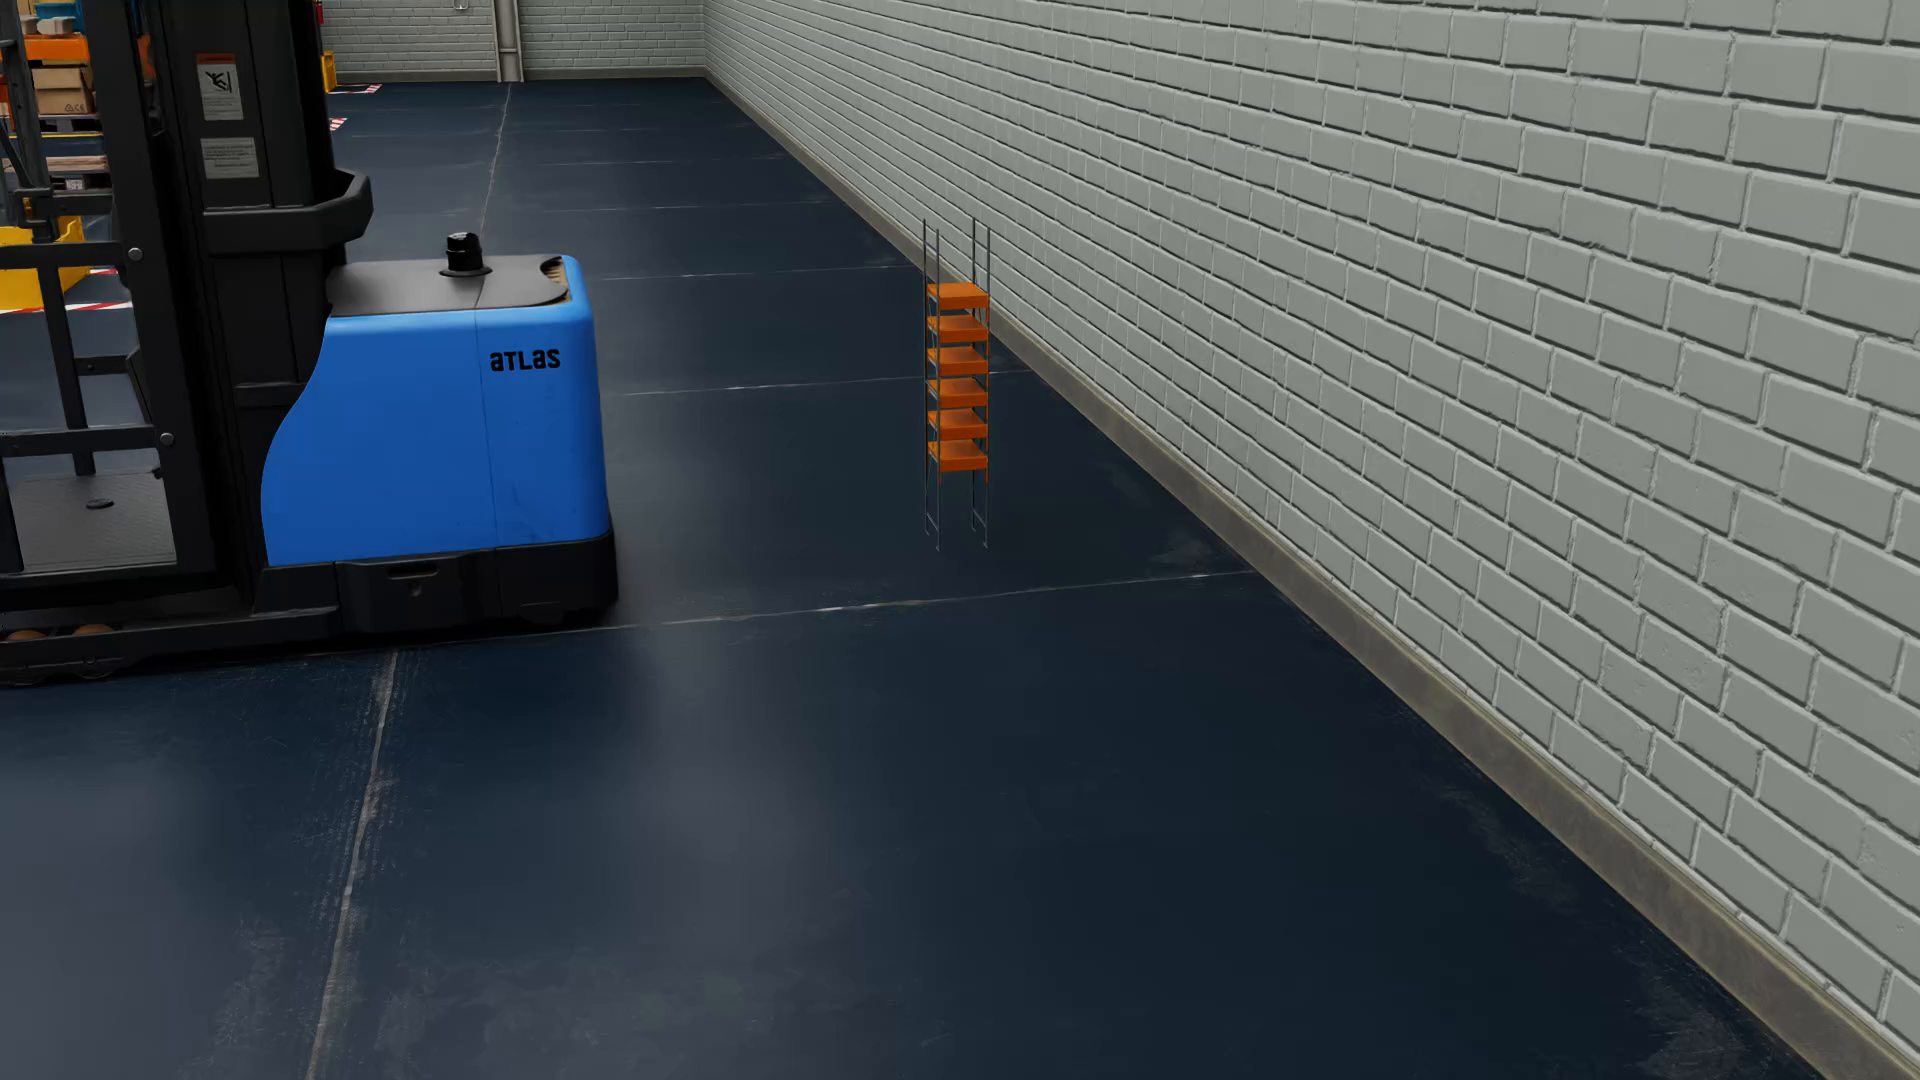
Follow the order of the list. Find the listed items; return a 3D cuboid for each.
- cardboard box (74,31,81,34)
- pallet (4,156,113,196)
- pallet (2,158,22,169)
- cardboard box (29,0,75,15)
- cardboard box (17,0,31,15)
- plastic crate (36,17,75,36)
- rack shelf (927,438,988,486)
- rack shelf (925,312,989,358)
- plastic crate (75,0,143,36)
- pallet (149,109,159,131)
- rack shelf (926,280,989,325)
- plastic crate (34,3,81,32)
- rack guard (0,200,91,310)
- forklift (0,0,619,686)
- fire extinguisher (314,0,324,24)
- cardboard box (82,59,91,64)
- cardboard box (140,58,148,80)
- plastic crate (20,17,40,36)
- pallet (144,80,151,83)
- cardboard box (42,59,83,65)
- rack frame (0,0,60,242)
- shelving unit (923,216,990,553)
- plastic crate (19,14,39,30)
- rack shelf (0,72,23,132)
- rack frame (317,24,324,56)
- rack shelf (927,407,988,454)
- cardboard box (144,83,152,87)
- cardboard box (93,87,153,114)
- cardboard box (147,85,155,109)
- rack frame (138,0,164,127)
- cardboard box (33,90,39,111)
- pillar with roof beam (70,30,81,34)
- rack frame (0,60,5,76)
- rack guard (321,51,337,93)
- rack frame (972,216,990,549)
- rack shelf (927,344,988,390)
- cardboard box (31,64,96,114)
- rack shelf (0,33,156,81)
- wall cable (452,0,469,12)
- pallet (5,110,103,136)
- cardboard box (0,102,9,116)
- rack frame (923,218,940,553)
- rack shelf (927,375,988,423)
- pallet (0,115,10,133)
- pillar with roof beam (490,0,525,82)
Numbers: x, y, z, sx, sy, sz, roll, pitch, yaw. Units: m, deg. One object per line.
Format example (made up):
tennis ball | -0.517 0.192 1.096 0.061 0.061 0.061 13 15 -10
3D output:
cardboard box | -12.116 -6.987 23.108 0.250 0.149 0.380 -4 20 -11
pallet | -7.882 -3.307 15.035 1.213 0.211 1.003 -5 21 -12
pallet | -9.067 -3.212 14.775 1.213 0.211 1.003 -5 21 -12
cardboard box | -10.061 -6.128 18.536 0.500 0.500 0.500 -5 21 -13
cardboard box | -10.556 -6.087 18.425 0.500 0.500 0.500 -5 21 -13
plastic crate | -7.823 -4.448 14.392 0.243 0.136 0.396 -5 21 -12
rack shelf | -0.014 -0.295 6.203 0.180 0.103 0.258 -5 21 -12
rack shelf | -0.014 -0.746 6.038 0.180 0.103 0.258 -5 21 -12
plastic crate | -7.354 -4.624 14.439 0.499 0.435 0.616 -5 21 -12
pallet | -9.057 -4.948 19.516 1.213 0.211 1.003 -5 21 -12
rack shelf | -0.014 -0.859 5.997 0.180 0.103 0.258 -5 21 -12
plastic crate | -8.027 -4.657 14.822 0.300 0.233 0.416 -5 21 -12
rack guard | -5.908 -1.839 10.608 0.348 0.500 1.175 -5 21 -12
forklift | -2.722 -1.131 5.140 3.031 2.935 1.130 -5 21 -14
fire extinguisher | -9.097 -7.631 23.440 0.183 0.674 0.296 -5 21 -12
cardboard box | -12.002 -6.755 23.418 0.500 0.500 0.700 -5 21 -13
cardboard box | -11.502 -6.795 23.527 0.500 0.500 0.700 -4 21 -11
plastic crate | -8.108 -4.430 14.342 0.243 0.136 0.396 -5 21 -12
pallet | -11.295 -6.491 23.726 1.213 0.211 1.003 -5 21 -12
cardboard box | -12.492 -6.716 23.313 0.500 0.500 0.700 -4 21 -12
rack frame | -5.931 -3.011 10.172 0.127 3.000 1.000 -5 21 -12
shelving unit | -0.014 -0.562 6.105 0.189 1.200 0.258 -5 21 -12
plastic crate | -8.378 -4.612 14.841 0.298 0.136 0.250 -5 21 -12
rack shelf | -7.877 -2.515 9.864 4.000 0.370 1.077 -5 21 -12
rack frame | -9.350 -7.985 23.751 0.127 3.000 1.000 -5 21 -12
rack shelf | -0.014 -0.408 6.162 0.180 0.103 0.258 -5 21 -12
cardboard box | -9.774 -5.215 19.548 0.500 0.250 0.500 -5 21 -12
cardboard box | -9.611 -5.052 19.102 0.500 0.250 0.500 -5 21 -12
cardboard box | -9.288 -5.255 19.656 0.500 0.250 0.500 -5 21 -12
rack frame | -7.071 -4.669 14.698 0.127 3.000 1.000 -5 21 -12
cardboard box | -10.881 -5.154 19.292 0.500 0.311 0.500 -5 21 -12
pillar with roof beam | -11.770 -9.389 18.863 0.400 9.000 9.100 -5 21 -12
rack frame | -13.243 -7.668 22.887 0.127 3.000 1.000 -5 21 -12
rack guard | -9.327 -6.813 24.186 0.348 0.500 1.175 -5 21 -12
rack frame | 0.075 -0.569 6.125 0.006 1.200 0.240 -5 21 -12
rack shelf | -0.014 -0.633 6.079 0.180 0.103 0.258 -5 21 -12
cardboard box | -10.272 -5.195 19.126 0.637 0.503 0.797 -5 21 -12
rack shelf | -9.017 -4.172 14.390 4.000 0.370 1.077 -5 21 -12
wall cable | -8.322 -8.880 24.718 1.851 1.984 0.084 -5 21 -12
pallet | -10.241 -4.853 19.255 1.213 0.211 1.003 -5 21 -12
cardboard box | -10.802 -4.919 18.862 0.250 0.166 0.380 -5 21 -12
rack frame | -0.103 -0.555 6.085 0.006 1.200 0.240 -5 21 -12
rack shelf | -0.014 -0.521 6.120 0.180 0.103 0.258 -5 21 -12
pallet | -11.431 -4.755 18.988 1.213 0.211 1.003 -5 21 -12
pillar with roof beam | -5.931 -9.864 20.159 0.400 9.000 9.100 -5 21 -12
